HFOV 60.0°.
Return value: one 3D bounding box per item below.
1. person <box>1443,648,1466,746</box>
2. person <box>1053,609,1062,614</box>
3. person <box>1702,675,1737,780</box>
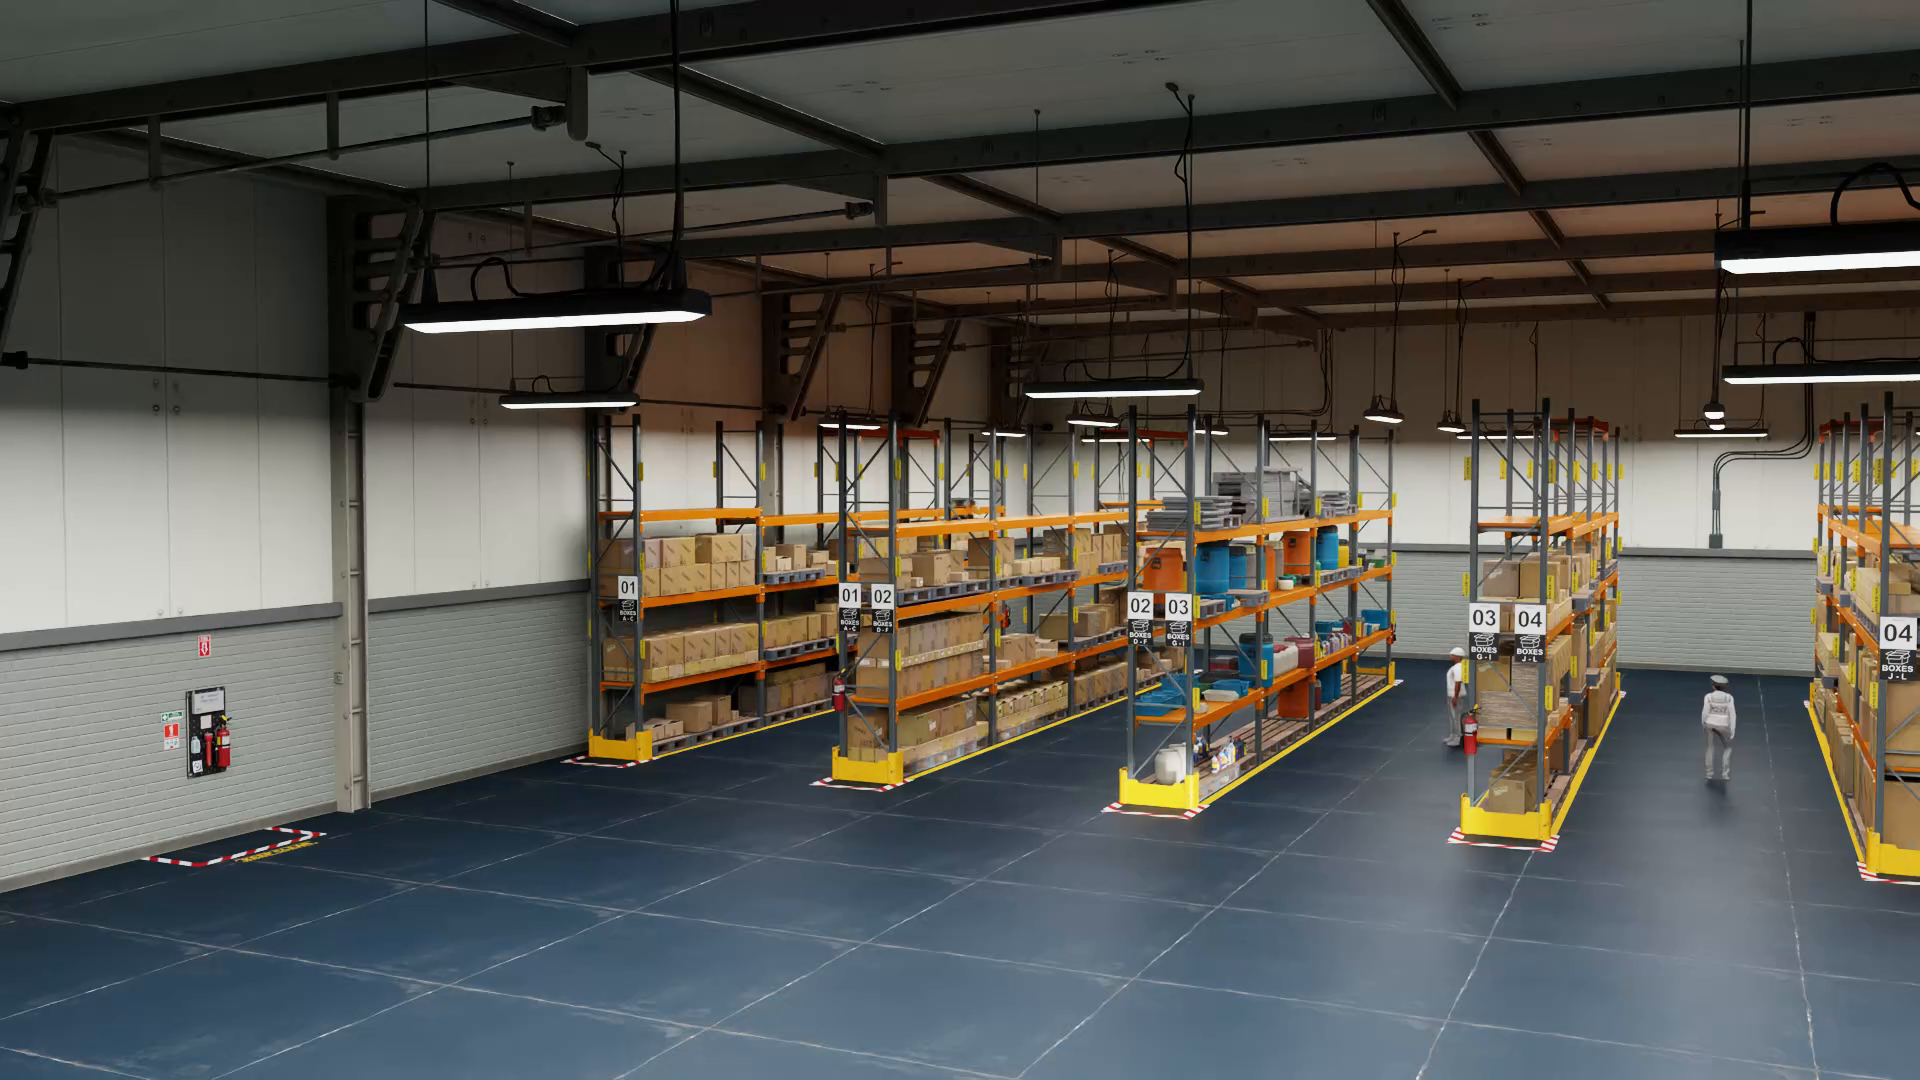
[{"bbox_3d":[9.086,2.855,30.470,0.410,1.772,0.615,0,2,4],"label":"person"},{"bbox_3d":[2.297,2.505,40.445,0.587,1.685,0.582,2,3,36],"label":"person"},{"bbox_3d":[12.317,3.070,26.987,0.536,1.748,0.534,-2,3,-40],"label":"person"}]
